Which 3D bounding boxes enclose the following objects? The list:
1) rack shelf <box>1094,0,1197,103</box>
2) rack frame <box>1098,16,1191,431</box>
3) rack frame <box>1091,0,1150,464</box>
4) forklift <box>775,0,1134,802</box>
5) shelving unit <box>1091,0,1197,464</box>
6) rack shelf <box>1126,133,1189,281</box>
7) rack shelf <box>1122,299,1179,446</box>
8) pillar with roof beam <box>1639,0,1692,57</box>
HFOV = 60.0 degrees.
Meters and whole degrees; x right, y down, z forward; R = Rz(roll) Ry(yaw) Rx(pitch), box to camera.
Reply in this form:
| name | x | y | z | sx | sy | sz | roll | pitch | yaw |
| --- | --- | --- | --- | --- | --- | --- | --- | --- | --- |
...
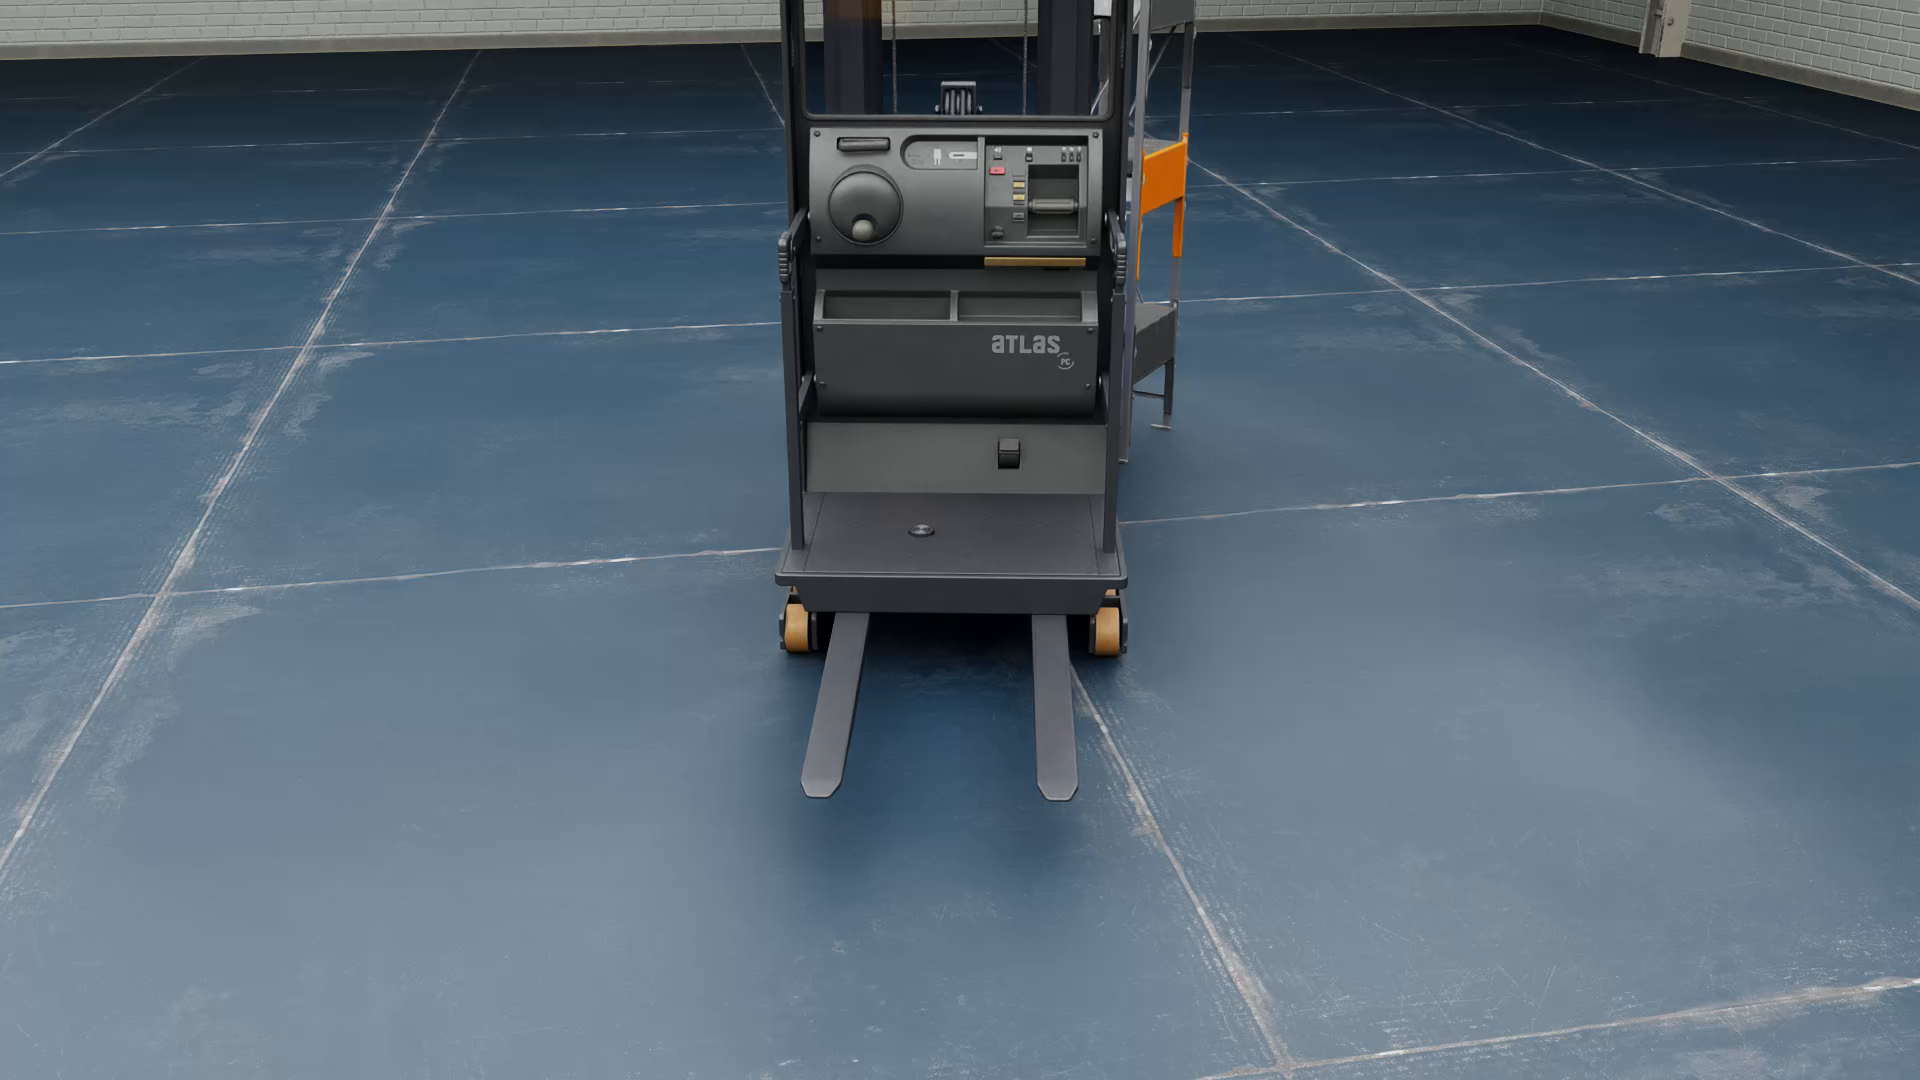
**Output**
| name | x | y | z | sx | sy | sz | roll | pitch | yaw |
| --- | --- | --- | --- | --- | --- | --- | --- | --- | --- |
| rack shelf | 0.651 | -2.041 | 6.576 | 0.431 | 0.518 | 0.480 | 12 | 26 | 26 |
| rack frame | 0.762 | -1.492 | 7.042 | 0.400 | 2.100 | 0.015 | 12 | 26 | 26 |
| rack frame | 0.531 | -1.325 | 6.645 | 0.400 | 2.100 | 0.015 | 12 | 26 | 26 |
| forklift | -0.016 | -1.092 | 5.089 | 1.130 | 2.935 | 3.031 | 1 | 24 | 1 |
| shelving unit | 0.646 | -1.409 | 6.843 | 0.431 | 2.100 | 0.503 | 12 | 26 | 26 |
| rack shelf | 0.646 | -1.396 | 6.849 | 0.431 | 0.518 | 0.480 | 12 | 26 | 26 |
| rack shelf | 0.642 | -0.751 | 7.121 | 0.431 | 0.518 | 0.480 | 12 | 26 | 26 |
| pillar with roof beam | 3.710 | -9.310 | 16.323 | 9.100 | 9.000 | 0.400 | -4 | 24 | -10 |
